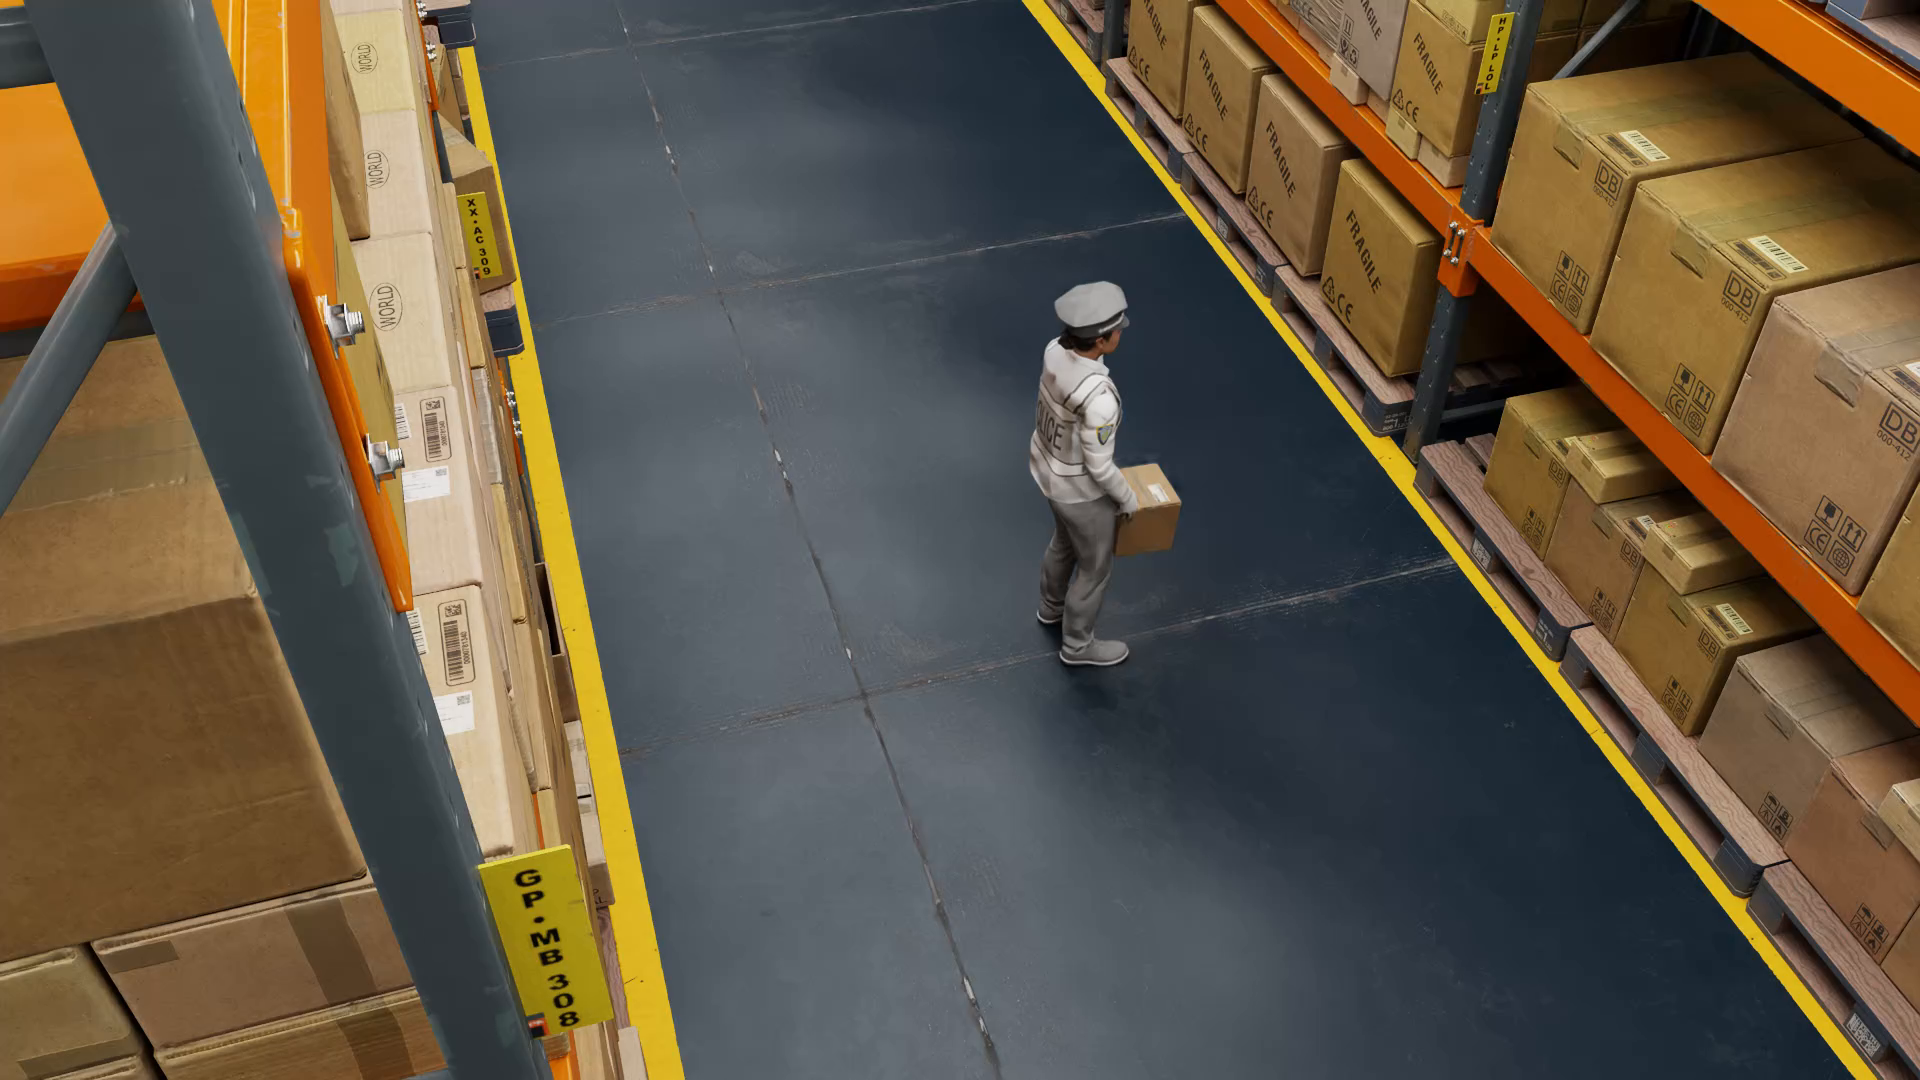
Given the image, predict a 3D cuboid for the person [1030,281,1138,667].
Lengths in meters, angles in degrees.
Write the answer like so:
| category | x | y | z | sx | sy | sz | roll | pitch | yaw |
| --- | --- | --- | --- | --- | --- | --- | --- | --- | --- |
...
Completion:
| category | x | y | z | sx | sy | sz | roll | pitch | yaw |
| --- | --- | --- | --- | --- | --- | --- | --- | --- | --- |
| person | 0.463 | -0.236 | 6.406 | 0.360 | 1.677 | 0.505 | -13 | 44 | -14 |
